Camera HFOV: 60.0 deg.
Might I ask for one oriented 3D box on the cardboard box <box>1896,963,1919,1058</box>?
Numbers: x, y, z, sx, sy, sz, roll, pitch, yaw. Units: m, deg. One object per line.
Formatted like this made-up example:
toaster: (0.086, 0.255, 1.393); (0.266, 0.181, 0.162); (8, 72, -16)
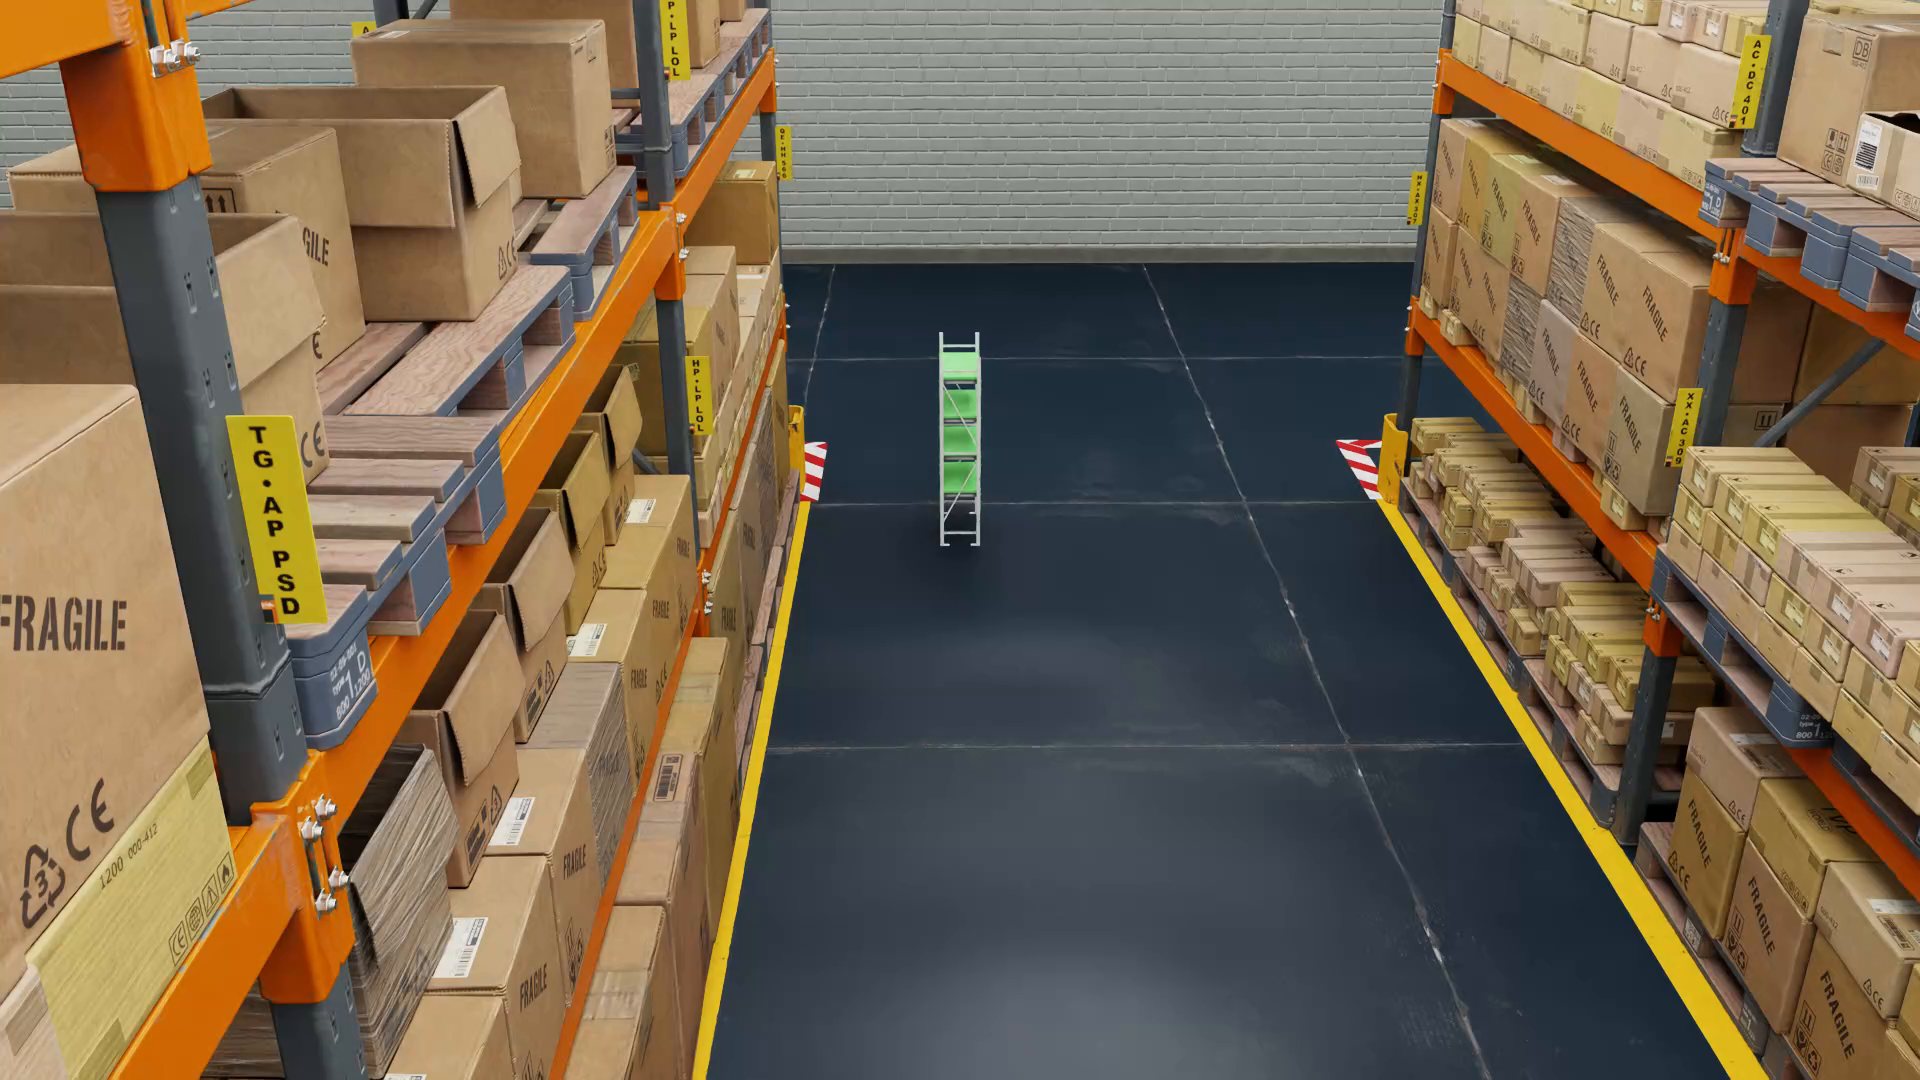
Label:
cardboard box: (3.156, 1.505, 4.895); (0.500, 0.250, 0.500); (0, 24, 1)

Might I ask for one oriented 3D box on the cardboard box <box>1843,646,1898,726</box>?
cardboard box: (2.952, 0.442, 5.067); (0.380, 0.149, 0.250); (-1, 24, -1)

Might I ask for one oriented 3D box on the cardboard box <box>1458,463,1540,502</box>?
cardboard box: (3.094, -0.326, 9.558); (0.380, 0.149, 0.250); (-1, 24, -3)

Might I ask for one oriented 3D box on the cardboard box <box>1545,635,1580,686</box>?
cardboard box: (3.031, 0.571, 7.936); (0.380, 0.149, 0.250); (-1, 24, -2)

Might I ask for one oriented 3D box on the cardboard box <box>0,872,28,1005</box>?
cardboard box: (-1.258, 0.345, 1.479); (0.500, 0.500, 0.500); (0, 24, -1)

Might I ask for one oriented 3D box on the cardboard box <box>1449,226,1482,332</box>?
cardboard box: (3.104, -1.473, 9.385); (0.500, 0.500, 0.500); (0, 24, 0)

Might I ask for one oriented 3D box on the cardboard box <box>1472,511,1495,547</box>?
cardboard box: (3.123, -0.081, 9.378); (0.380, 0.149, 0.250); (-1, 24, -3)

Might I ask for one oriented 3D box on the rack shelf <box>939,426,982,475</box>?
rack shelf: (-0.002, -0.557, 10.180); (0.258, 0.148, 0.480); (0, 24, -1)

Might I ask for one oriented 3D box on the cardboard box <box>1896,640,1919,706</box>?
cardboard box: (2.954, 0.410, 4.777); (0.380, 0.149, 0.250); (0, 24, 1)

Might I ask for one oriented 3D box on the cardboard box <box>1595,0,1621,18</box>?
cardboard box: (3.071, -2.419, 7.410); (0.380, 0.149, 0.250); (0, 24, -1)

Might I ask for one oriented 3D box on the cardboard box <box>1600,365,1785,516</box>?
cardboard box: (3.100, -0.430, 7.078); (0.500, 0.500, 0.500); (0, 24, 0)

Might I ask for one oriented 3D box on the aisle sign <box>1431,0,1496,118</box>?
aisle sign: (3.043, -2.912, 9.894); (0.394, 0.787, 0.004); (0, 24, -1)

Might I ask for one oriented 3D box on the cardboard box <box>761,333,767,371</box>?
cardboard box: (-1.271, -1.038, 9.209); (0.380, 0.149, 0.250); (-1, 24, -2)

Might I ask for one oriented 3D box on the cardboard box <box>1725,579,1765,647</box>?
cardboard box: (2.940, 0.254, 5.843); (0.380, 0.149, 0.250); (0, 24, 0)

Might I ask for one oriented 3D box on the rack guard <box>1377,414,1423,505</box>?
rack guard: (3.345, -0.529, 10.812); (1.175, 0.500, 0.348); (0, 24, -1)

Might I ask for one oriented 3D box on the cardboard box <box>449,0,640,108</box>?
cardboard box: (-1.642, -2.041, 6.731); (0.700, 0.500, 0.500); (-2, 24, -4)

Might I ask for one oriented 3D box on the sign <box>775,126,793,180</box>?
sign: (-1.074, -2.350, 10.114); (0.100, 0.325, 0.005); (0, 24, -1)

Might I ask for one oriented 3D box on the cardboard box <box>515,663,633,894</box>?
cardboard box: (-1.283, 0.702, 4.937); (0.500, 0.500, 0.500); (0, 24, 0)

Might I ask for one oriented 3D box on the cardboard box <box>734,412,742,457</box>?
cardboard box: (-1.258, -0.509, 8.041); (0.380, 0.149, 0.250); (-1, 24, -1)

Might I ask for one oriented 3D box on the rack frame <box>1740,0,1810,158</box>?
rack frame: (3.388, -2.784, 5.486); (1.000, 3.000, 0.127); (0, 24, -1)

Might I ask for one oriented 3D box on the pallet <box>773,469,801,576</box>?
pallet: (-1.530, -0.119, 10.256); (1.003, 0.211, 1.213); (0, 24, -1)

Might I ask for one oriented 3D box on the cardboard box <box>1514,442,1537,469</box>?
cardboard box: (3.549, -0.542, 10.035); (0.380, 0.149, 0.250); (0, 24, 0)

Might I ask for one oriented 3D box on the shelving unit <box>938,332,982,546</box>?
shelving unit: (-0.002, -0.615, 10.154); (0.258, 1.200, 0.503); (0, 24, -1)

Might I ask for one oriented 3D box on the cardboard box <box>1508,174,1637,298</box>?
cardboard box: (3.088, -1.517, 8.269); (0.500, 0.500, 0.500); (-1, 24, -2)

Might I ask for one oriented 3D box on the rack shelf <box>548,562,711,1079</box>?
rack shelf: (-1.551, 1.082, 5.091); (1.077, 0.370, 4.000); (0, 24, -1)

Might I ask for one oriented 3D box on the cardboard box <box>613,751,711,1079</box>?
cardboard box: (-1.535, 1.339, 5.719); (1.225, 0.875, 0.875); (-1, 24, -2)

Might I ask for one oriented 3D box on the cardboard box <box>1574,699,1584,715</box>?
cardboard box: (3.124, 0.789, 7.814); (0.380, 0.149, 0.250); (0, 24, 1)

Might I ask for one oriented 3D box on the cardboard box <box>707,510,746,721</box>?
cardboard box: (-1.500, 0.434, 7.718); (0.875, 0.875, 0.875); (0, 24, -1)

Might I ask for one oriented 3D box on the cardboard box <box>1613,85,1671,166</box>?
cardboard box: (3.119, -1.756, 7.034); (0.500, 0.250, 0.500); (0, 24, -1)

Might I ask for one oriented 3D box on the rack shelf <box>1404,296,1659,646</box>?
rack shelf: (3.366, -0.547, 8.692); (1.077, 0.370, 4.000); (0, 24, -1)

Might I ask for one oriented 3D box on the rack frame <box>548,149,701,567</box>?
rack frame: (-1.573, -0.070, 6.765); (1.000, 3.000, 0.127); (0, 24, -1)

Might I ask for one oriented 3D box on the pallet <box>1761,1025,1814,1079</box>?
pallet: (3.414, 2.045, 5.473); (1.003, 0.211, 1.213); (0, 24, -1)

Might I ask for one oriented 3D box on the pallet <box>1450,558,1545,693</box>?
pallet: (3.329, 0.439, 9.022); (1.003, 0.211, 1.213); (0, 24, -1)

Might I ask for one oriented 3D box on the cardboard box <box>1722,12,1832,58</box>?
cardboard box: (3.111, -1.886, 6.232); (0.380, 0.149, 0.250); (-1, 24, -3)

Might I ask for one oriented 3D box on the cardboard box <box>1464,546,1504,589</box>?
cardboard box: (3.031, 0.149, 9.230); (0.380, 0.149, 0.250); (-1, 24, -3)

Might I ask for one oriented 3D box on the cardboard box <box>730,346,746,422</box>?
cardboard box: (-1.328, -0.750, 8.090); (0.500, 0.250, 0.500); (0, 24, 1)

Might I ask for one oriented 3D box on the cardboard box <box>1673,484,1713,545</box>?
cardboard box: (2.932, -0.099, 6.262); (0.380, 0.149, 0.250); (0, 24, 0)

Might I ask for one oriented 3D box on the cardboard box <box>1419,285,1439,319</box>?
cardboard box: (3.020, -1.449, 10.120); (0.380, 0.149, 0.250); (0, 24, -1)

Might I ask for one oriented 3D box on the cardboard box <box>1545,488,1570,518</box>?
cardboard box: (3.543, -0.185, 9.609); (0.380, 0.149, 0.250); (-1, 24, -1)

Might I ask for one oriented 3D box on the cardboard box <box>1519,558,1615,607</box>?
cardboard box: (3.051, 0.214, 8.364); (0.380, 0.149, 0.250); (-1, 24, -3)

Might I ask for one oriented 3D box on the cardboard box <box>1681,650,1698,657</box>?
cardboard box: (3.573, 0.567, 7.946); (0.380, 0.149, 0.250); (0, 24, -1)

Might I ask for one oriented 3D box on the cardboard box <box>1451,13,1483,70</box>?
cardboard box: (3.093, -2.811, 9.367); (0.500, 0.250, 0.500); (1, 24, 1)

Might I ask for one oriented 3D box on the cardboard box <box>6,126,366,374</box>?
cardboard box: (-1.705, -0.632, 3.736); (0.500, 0.500, 0.500); (1, 24, 2)

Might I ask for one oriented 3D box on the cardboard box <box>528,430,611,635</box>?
cardboard box: (-1.562, -0.027, 5.330); (0.797, 0.503, 0.637); (0, 24, 0)

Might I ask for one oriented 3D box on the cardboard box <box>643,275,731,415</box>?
cardboard box: (-1.320, -0.880, 7.467); (0.500, 0.500, 0.500); (0, 24, -1)

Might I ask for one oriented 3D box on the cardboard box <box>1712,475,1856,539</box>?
cardboard box: (2.941, -0.119, 5.947); (0.380, 0.149, 0.250); (0, 24, 1)

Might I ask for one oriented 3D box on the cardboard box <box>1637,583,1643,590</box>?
cardboard box: (3.649, 0.213, 8.368); (0.380, 0.149, 0.250); (0, 24, 1)

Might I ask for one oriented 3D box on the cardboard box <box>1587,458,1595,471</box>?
cardboard box: (3.161, -0.375, 7.745); (0.380, 0.149, 0.250); (-1, 24, -2)

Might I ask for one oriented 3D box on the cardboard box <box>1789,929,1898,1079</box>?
cardboard box: (3.157, 1.636, 5.515); (0.500, 0.500, 0.500); (0, 24, 0)

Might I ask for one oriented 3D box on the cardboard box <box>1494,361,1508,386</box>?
cardboard box: (3.106, -0.914, 8.935); (0.380, 0.149, 0.250); (-1, 24, -2)

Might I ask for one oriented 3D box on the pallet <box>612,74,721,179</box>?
pallet: (-1.571, -1.733, 6.910); (1.003, 0.211, 1.213); (0, 24, -1)

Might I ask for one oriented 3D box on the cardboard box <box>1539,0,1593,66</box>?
cardboard box: (3.096, -2.411, 7.877); (0.500, 0.250, 0.500); (-1, 24, -3)
